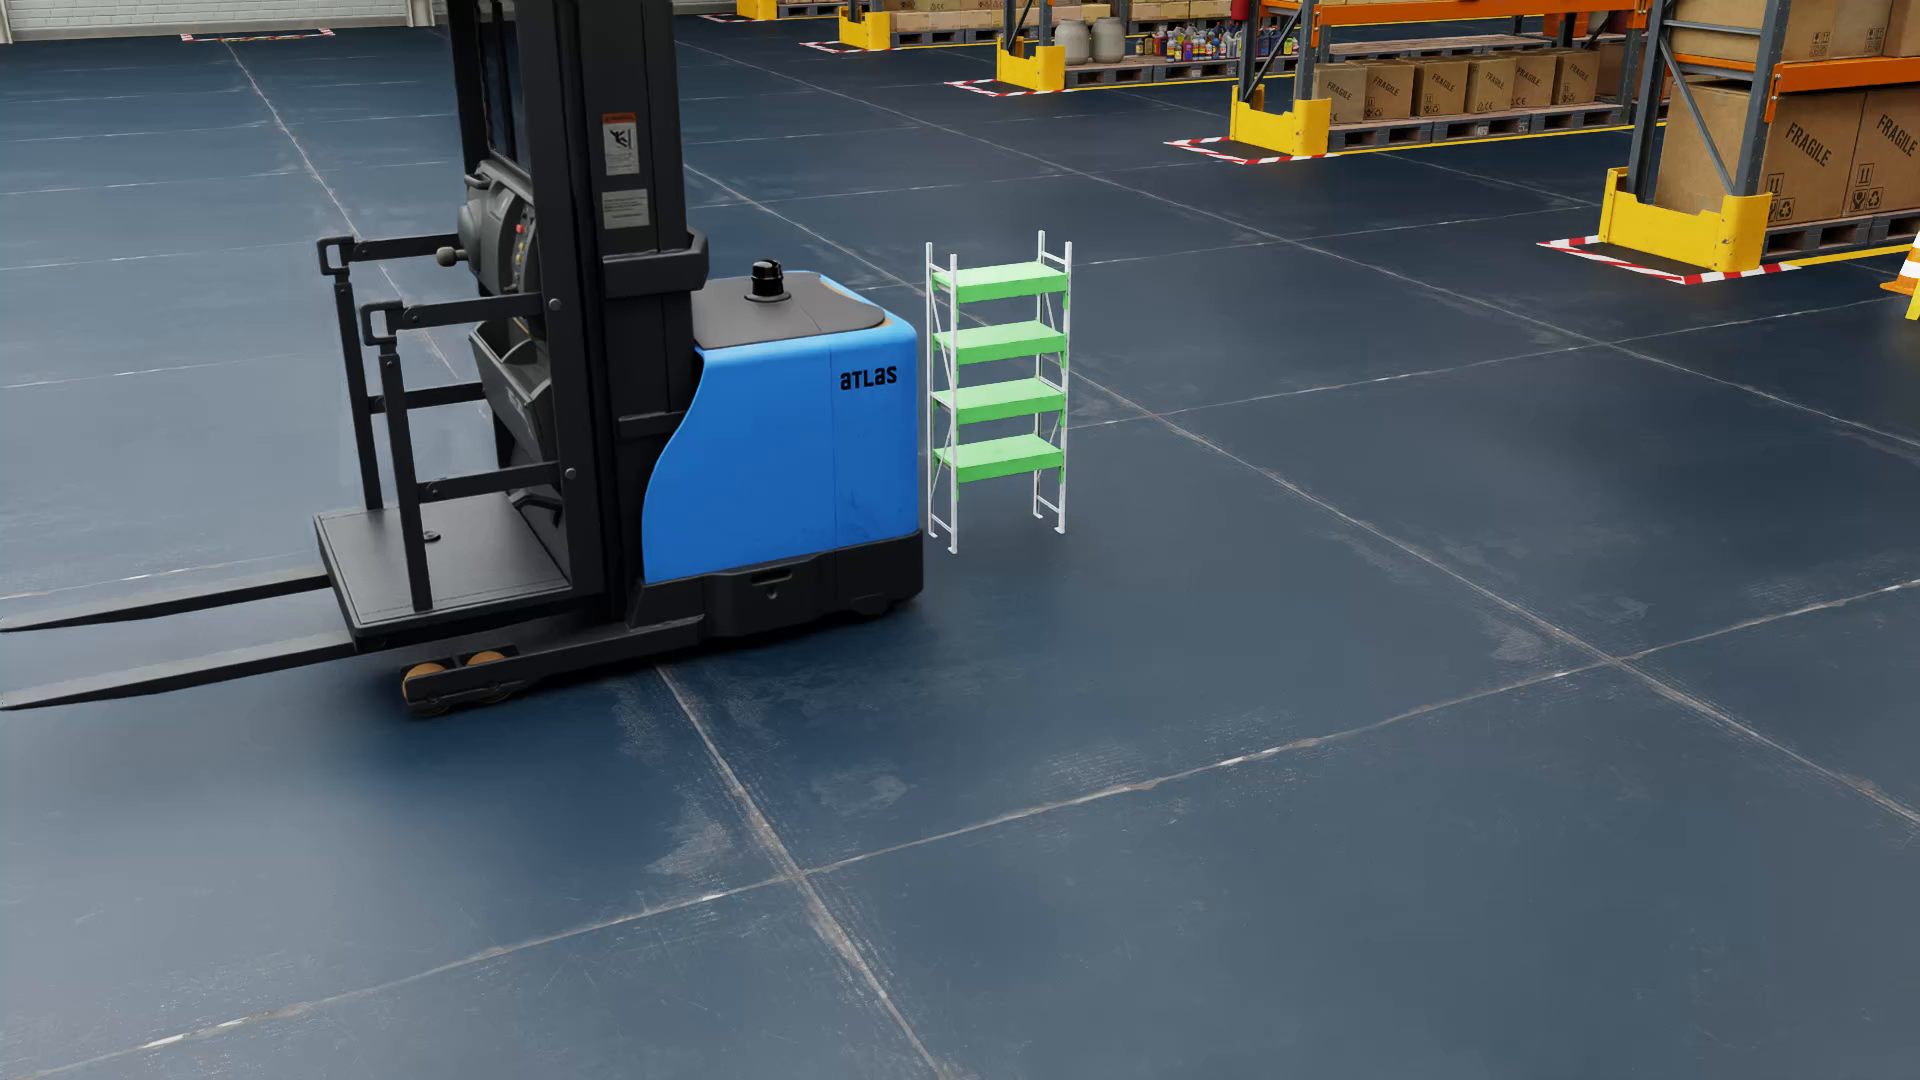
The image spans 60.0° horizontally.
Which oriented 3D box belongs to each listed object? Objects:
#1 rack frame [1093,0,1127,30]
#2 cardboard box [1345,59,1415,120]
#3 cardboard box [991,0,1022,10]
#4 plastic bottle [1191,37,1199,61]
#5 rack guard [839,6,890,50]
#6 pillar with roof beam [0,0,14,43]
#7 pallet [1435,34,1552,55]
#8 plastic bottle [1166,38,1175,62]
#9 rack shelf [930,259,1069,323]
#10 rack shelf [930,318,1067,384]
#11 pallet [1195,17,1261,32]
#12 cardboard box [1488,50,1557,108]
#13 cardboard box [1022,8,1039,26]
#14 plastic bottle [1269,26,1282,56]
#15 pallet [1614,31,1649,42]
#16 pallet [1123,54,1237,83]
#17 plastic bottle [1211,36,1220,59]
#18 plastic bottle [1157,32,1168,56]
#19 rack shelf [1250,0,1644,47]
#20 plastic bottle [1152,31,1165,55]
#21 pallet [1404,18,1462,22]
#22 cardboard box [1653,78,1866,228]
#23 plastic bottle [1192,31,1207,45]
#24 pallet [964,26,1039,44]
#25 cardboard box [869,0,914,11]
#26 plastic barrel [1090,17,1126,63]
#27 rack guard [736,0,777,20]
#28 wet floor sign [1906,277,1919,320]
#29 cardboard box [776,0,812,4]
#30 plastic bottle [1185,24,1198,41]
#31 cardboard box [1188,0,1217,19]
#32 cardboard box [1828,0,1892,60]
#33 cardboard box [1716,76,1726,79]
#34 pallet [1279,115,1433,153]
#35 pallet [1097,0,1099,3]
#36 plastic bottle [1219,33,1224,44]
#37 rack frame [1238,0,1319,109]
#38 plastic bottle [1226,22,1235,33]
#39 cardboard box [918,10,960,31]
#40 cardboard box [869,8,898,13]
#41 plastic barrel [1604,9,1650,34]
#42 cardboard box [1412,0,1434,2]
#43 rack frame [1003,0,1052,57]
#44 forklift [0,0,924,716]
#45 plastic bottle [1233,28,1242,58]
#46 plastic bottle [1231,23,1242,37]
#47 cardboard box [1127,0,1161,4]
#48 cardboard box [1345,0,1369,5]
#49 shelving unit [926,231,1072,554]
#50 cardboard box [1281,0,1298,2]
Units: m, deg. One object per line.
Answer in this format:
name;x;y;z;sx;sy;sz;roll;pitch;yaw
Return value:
rack frame;2.250;-9.188;25.025;0.127;3.000;1.000;-10;25;-24
cardboard box;4.032;-4.358;16.075;0.500;0.500;0.500;-4;23;-10
cardboard box;0.578;-8.055;24.353;0.500;0.500;0.500;-10;25;-24
plastic bottle;2.868;-6.010;20.339;0.097;0.271;0.097;0;22;0
rack guard;-1.376;-7.366;23.891;0.348;0.500;1.175;-10;25;-24
pillar with roof beam;-12.196;-9.943;19.005;0.400;9.000;9.100;-10;25;-24
pallet;7.284;-6.741;22.758;1.213;0.211;1.003;-10;25;-24
plastic bottle;2.559;-5.953;20.202;0.097;0.271;0.097;0;22;0
rack shelf;0.149;-0.966;6.428;0.480;0.148;0.258;-10;25;-24
rack shelf;0.149;-0.745;6.519;0.480;0.148;0.258;-10;25;-24
pallet;3.997;-8.239;26.379;1.213;0.211;1.003;-10;25;-24
cardboard box;5.652;-4.663;16.811;0.500;0.500;0.500;-3;23;-7
cardboard box;1.028;-7.792;24.698;0.500;0.250;0.500;-10;25;-24
plastic bottle;3.939;-6.254;20.824;0.185;0.351;0.144;-11;25;-25
pallet;9.789;-7.202;23.872;1.213;0.211;1.003;-10;25;-24
pallet;2.670;-5.891;20.706;1.213;0.211;1.003;-10;25;-24
plastic bottle;3.141;-6.060;20.460;0.097;0.271;0.097;0;22;0
plastic bottle;2.541;-6.217;20.823;0.133;0.283;0.061;-10;25;-24
rack shelf;4.740;-5.110;16.112;4.000;0.370;1.077;-10;25;-24
plastic bottle;2.494;-6.250;20.913;0.135;0.276;0.152;-10;25;-23
pallet;7.641;-8.875;27.914;1.213;0.211;1.003;-10;25;-24
cardboard box;5.581;-2.732;11.656;0.875;0.875;0.875;-10;25;-23
plastic bottle;3.021;-6.286;20.999;0.135;0.276;0.152;-10;25;-24
pallet;0.414;-7.579;24.782;1.213;0.211;1.003;-10;25;-24
cardboard box;-1.001;-7.986;24.187;0.500;0.500;0.500;-10;25;-24
plastic barrel;1.802;-6.080;20.221;0.421;0.512;0.421;0;22;0
rack guard;-3.438;-9.089;28.053;0.348;0.500;1.175;-10;25;-24
wet floor sign;5.831;-1.609;9.794;0.232;0.644;0.267;-15;27;-33
cardboard box;-2.844;-9.276;28.177;0.500;0.311;0.500;-14;26;-30
plastic bottle;2.934;-6.367;21.098;0.185;0.351;0.144;-11;25;-24
cardboard box;3.647;-8.265;25.840;0.500;0.250;0.500;-11;25;-25
cardboard box;5.799;-3.629;11.400;0.550;0.550;0.875;-10;25;-24
cardboard box;8.047;-5.082;17.798;0.500;0.500;0.700;-13;26;-28
pallet;3.754;-3.957;16.033;1.213;0.211;1.003;-10;25;-24
pallet;1.899;-9.940;30.487;1.213;0.211;1.003;-10;25;-24
plastic bottle;3.280;-6.148;20.657;0.133;0.283;0.061;-10;25;-24
rack frame;2.938;-5.110;15.173;0.127;3.000;1.000;-10;25;-24
plastic bottle;3.487;-6.469;21.344;0.185;0.351;0.144;-10;24;-22
cardboard box;-0.326;-7.545;24.101;0.500;0.250;0.500;-10;25;-24
cardboard box;-1.000;-7.639;24.329;0.500;0.250;0.500;-10;25;-24
plastic barrel;9.450;-7.498;23.546;0.708;0.588;0.600;-10;25;-24
cardboard box;4.208;-5.118;15.521;0.250;0.149;0.380;-10;25;-24
rack frame;0.790;-6.817;19.297;0.127;3.000;1.000;-10;25;-24
forklift;-1.687;-1.016;5.371;3.031;2.935;1.130;-11;25;-24
plastic bottle;3.475;-6.168;20.618;0.185;0.351;0.144;-11;25;-24
plastic bottle;3.550;-6.419;21.224;0.185;0.351;0.144;-10;25;-24
cardboard box;2.730;-8.354;25.322;0.500;0.311;0.500;-10;25;-23
cardboard box;3.532;-4.994;15.221;0.250;0.149;0.380;-10;25;-24
shelving unit;0.149;-0.582;6.587;0.503;1.200;0.258;-10;25;-24
cardboard box;3.106;-5.112;15.507;0.250;0.149;0.380;-10;25;-24
